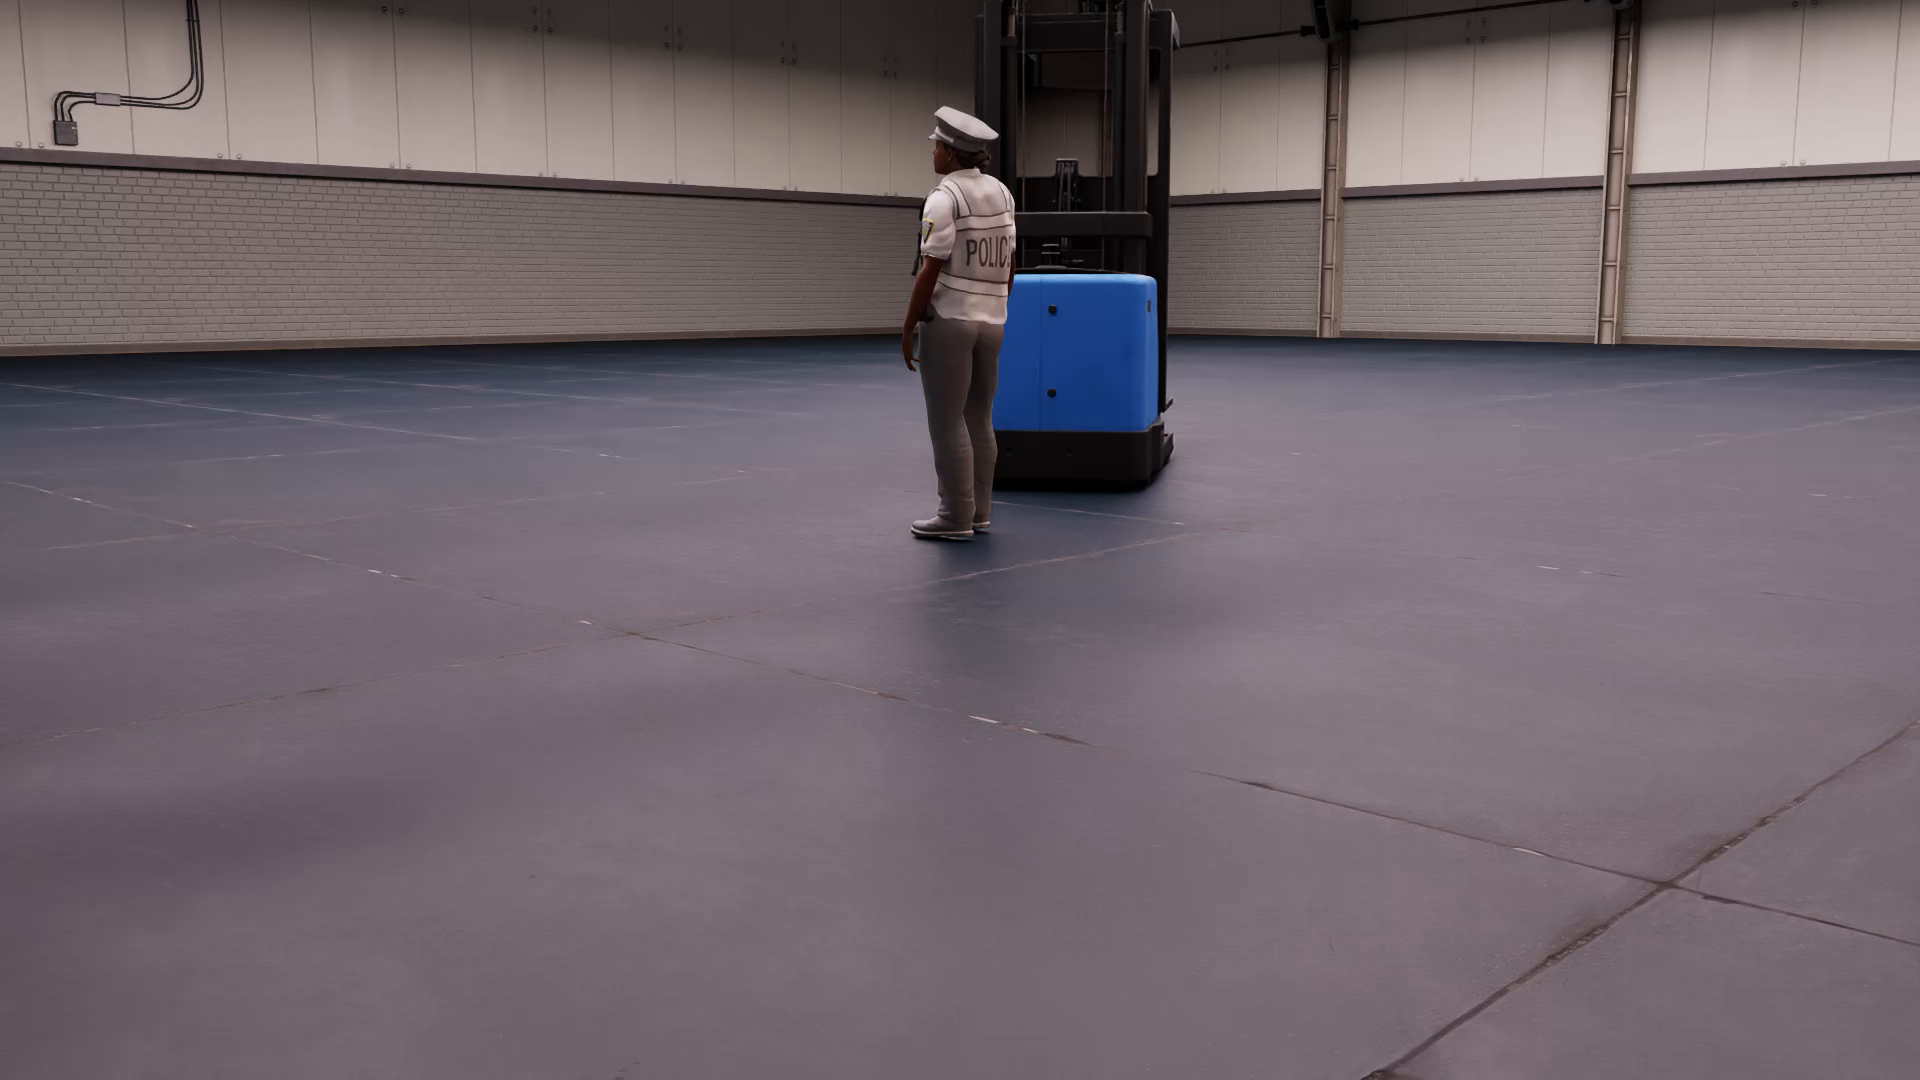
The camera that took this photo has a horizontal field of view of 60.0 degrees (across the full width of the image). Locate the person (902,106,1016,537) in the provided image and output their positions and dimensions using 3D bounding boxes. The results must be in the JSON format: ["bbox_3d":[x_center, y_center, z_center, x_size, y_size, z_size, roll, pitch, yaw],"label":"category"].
[{"bbox_3d":[-0.040,-0.855,6.655,0.530,1.695,0.570,8,12,43],"label":"person"}]

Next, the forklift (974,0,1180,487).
[{"bbox_3d":[0.666,-1.902,9.509,1.130,2.935,3.031,2,9,10],"label":"forklift"}]
